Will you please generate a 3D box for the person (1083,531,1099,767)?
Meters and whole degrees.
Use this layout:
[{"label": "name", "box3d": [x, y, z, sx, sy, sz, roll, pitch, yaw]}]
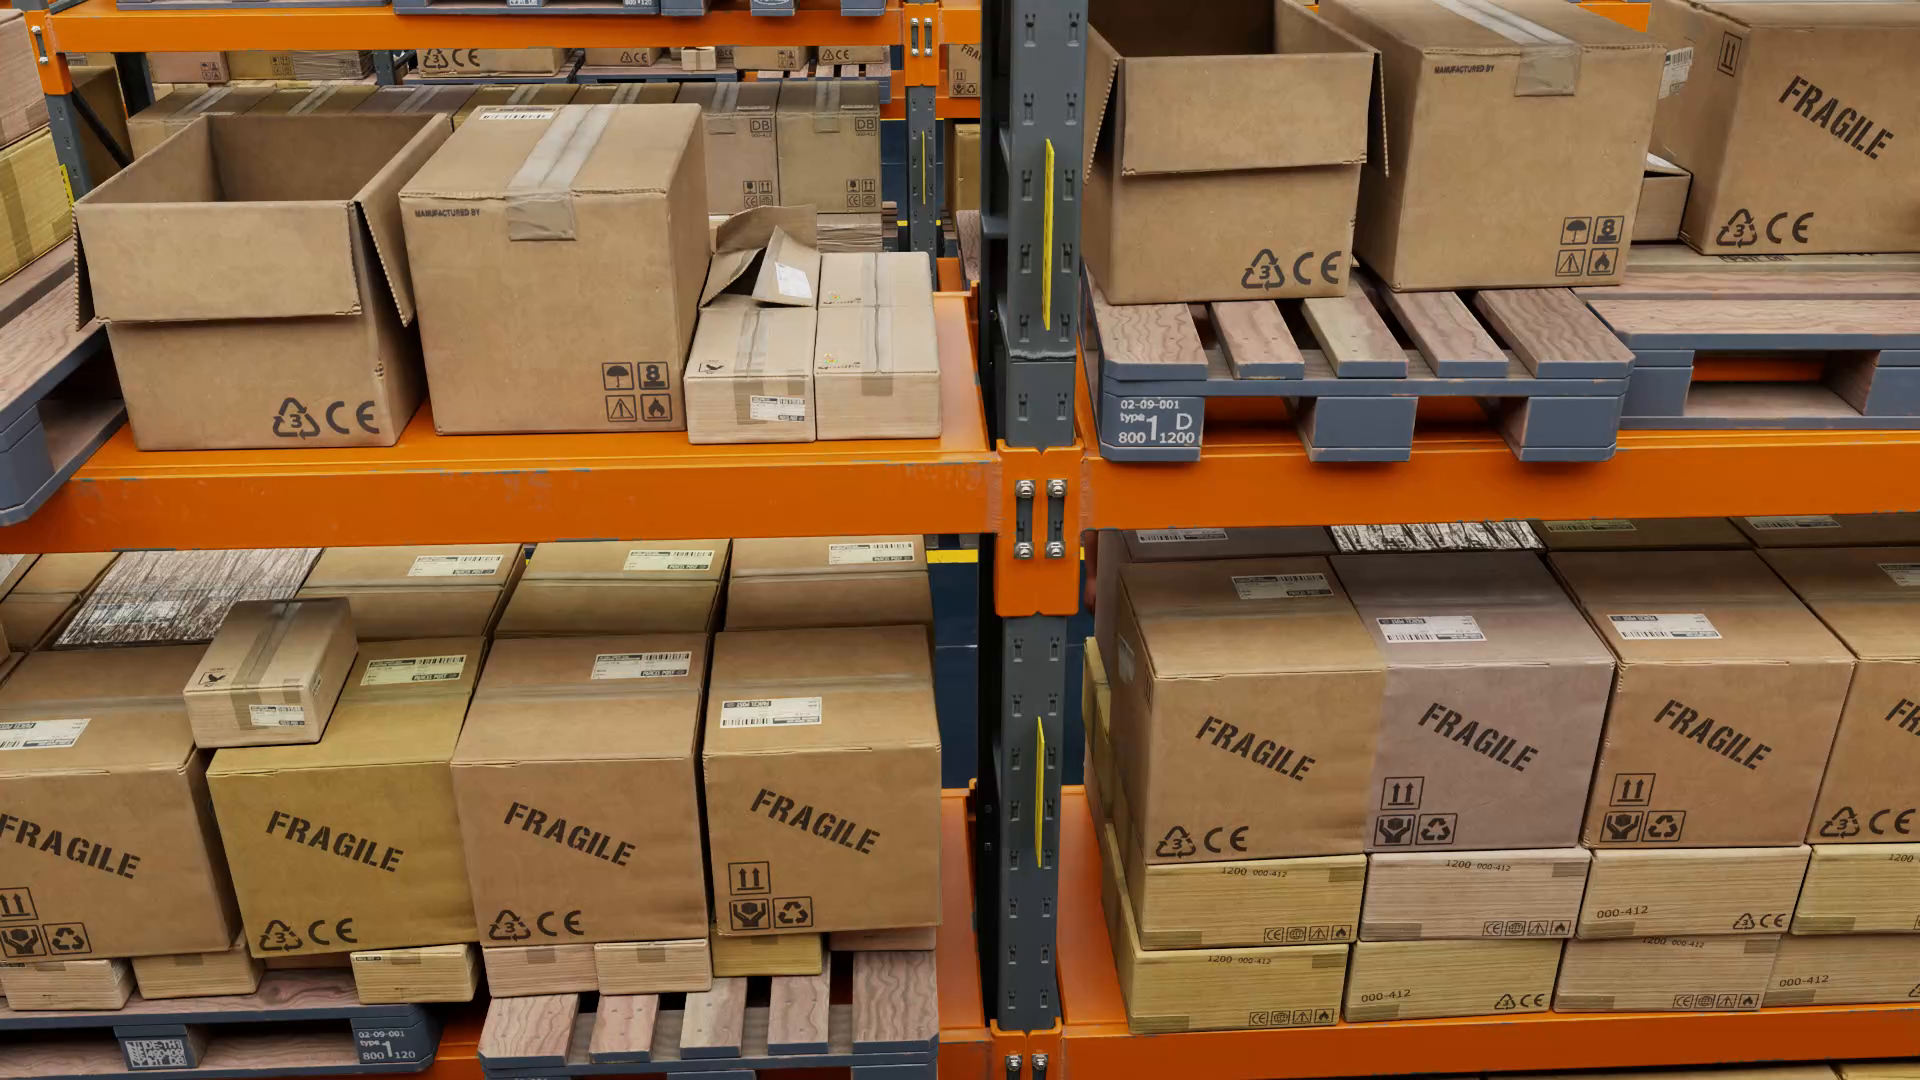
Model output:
[{"label": "person", "box3d": [0.814, 0.154, 6.808, 0.631, 1.755, 0.461, -3, 28, -6]}]
